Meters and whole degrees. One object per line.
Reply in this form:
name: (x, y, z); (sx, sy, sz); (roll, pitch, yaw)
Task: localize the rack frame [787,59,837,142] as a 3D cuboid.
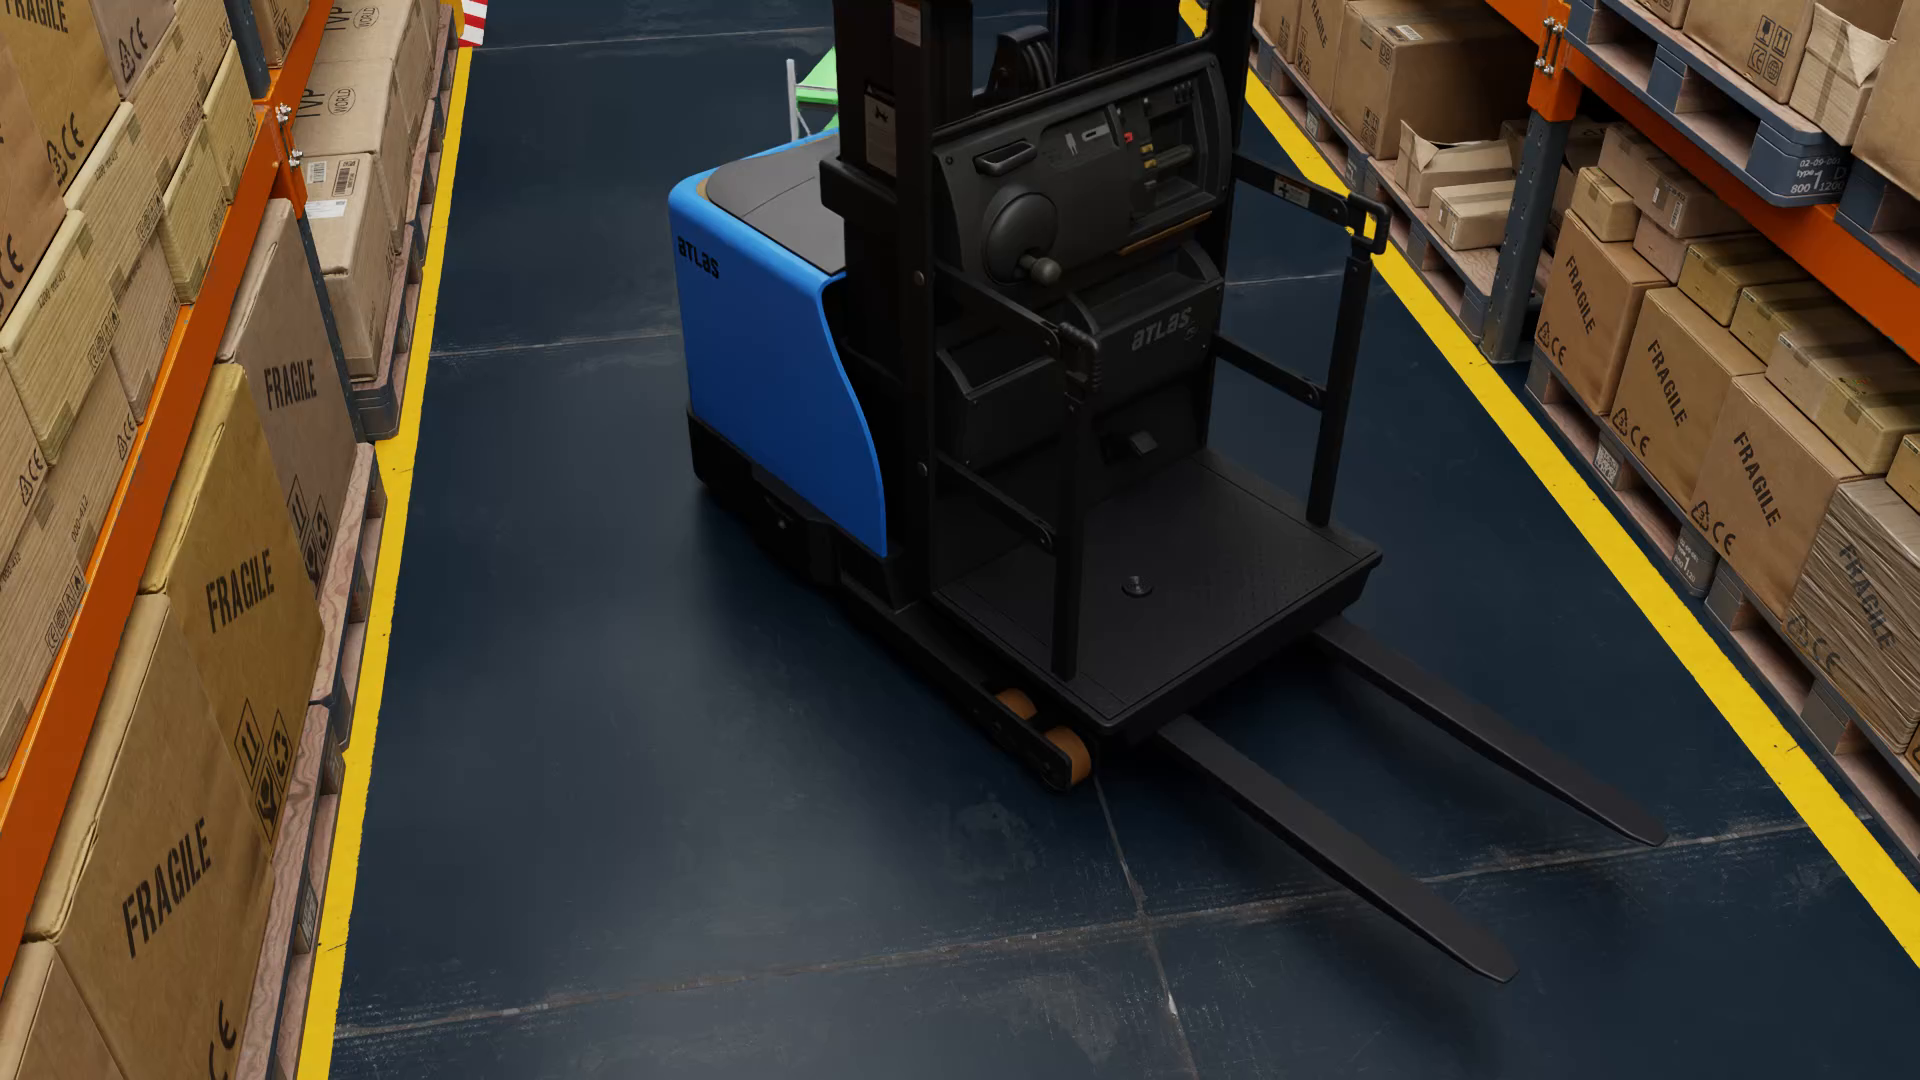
rack frame: (-0.429, -1.021, 5.586); (0.240, 1.200, 0.015); (10, 39, 12)

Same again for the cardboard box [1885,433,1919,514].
cardboard box: (2.588, -0.155, 4.171); (0.380, 0.149, 0.250); (-6, 38, -8)

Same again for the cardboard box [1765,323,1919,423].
cardboard box: (2.471, -0.465, 4.570); (0.380, 0.149, 0.250); (-6, 38, -8)

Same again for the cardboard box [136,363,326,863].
cardboard box: (-2.112, 0.213, 3.921); (0.875, 0.875, 0.875); (-5, 38, -7)

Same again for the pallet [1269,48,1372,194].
pallet: (2.084, -1.959, 7.600); (1.003, 0.211, 1.213); (-6, 38, -8)

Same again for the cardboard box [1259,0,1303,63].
cardboard box: (1.845, -2.602, 7.849); (0.700, 0.500, 0.500); (-5, 38, -6)

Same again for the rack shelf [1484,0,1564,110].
rack shelf: (2.070, -2.831, 7.036); (1.077, 0.370, 4.000); (-6, 38, -8)

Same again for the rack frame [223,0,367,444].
rack frame: (-2.466, -1.371, 4.570); (1.000, 3.000, 0.127); (-6, 38, -8)

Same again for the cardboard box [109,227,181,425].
cardboard box: (-1.981, -0.454, 3.511); (0.500, 0.250, 0.500); (-7, 38, -9)

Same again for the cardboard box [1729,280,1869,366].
cardboard box: (2.464, -0.620, 4.770); (0.380, 0.149, 0.250); (-7, 38, -9)

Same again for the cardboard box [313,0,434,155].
cardboard box: (-2.784, -2.001, 7.127); (0.875, 0.438, 0.875); (-5, 38, -7)

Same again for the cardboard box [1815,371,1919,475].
cardboard box: (2.512, -0.315, 4.377); (0.380, 0.149, 0.250); (-5, 38, -6)

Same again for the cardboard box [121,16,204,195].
cardboard box: (-2.054, -0.968, 3.766); (0.500, 0.250, 0.500); (-5, 38, -7)

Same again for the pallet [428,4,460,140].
pallet: (-2.950, -2.211, 7.925); (1.003, 0.211, 1.213); (-6, 38, -8)

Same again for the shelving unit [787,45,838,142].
shelving unit: (-0.365, -1.165, 5.772); (0.258, 1.200, 0.503); (10, 39, 12)

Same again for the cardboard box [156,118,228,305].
cardboard box: (-2.051, -0.760, 3.906); (0.500, 0.250, 0.500); (-7, 38, -9)

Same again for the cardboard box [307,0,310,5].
cardboard box: (-2.374, -2.027, 5.332); (0.500, 0.500, 0.500); (-6, 38, -8)

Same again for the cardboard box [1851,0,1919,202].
cardboard box: (2.513, -1.010, 3.681); (0.700, 0.500, 0.500); (-6, 38, -8)

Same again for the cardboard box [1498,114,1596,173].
cardboard box: (2.461, -1.634, 6.889); (0.380, 0.149, 0.250); (-7, 38, -9)

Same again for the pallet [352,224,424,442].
pallet: (-2.522, -0.738, 6.028); (1.003, 0.211, 1.213); (-6, 38, -8)

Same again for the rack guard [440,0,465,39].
rack guard: (-3.171, -2.815, 8.465); (1.175, 0.500, 0.348); (-6, 38, -8)

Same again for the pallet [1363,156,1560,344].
pallet: (2.301, -1.221, 6.650); (1.003, 0.211, 1.213); (-6, 38, -8)

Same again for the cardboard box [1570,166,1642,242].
cardboard box: (2.221, -1.097, 5.383); (0.380, 0.149, 0.250); (-5, 38, -6)

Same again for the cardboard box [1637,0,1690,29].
cardboard box: (2.285, -1.796, 4.694); (0.700, 0.500, 0.500); (-5, 38, -7)

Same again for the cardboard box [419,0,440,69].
cardboard box: (-2.953, -2.553, 7.838); (0.875, 0.438, 0.875); (-7, 38, -9)

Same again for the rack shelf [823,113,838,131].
rack shelf: (-0.365, -1.304, 5.664); (0.258, 0.148, 0.480); (10, 39, 12)

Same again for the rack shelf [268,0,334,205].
rack shelf: (-2.816, -2.295, 6.346); (1.077, 0.370, 4.000); (-6, 38, -8)

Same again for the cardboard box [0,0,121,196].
cardboard box: (-1.973, -0.943, 3.122); (0.500, 0.500, 0.500); (-5, 38, -7)

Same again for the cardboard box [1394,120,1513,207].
cardboard box: (1.971, -1.514, 6.640); (0.396, 0.266, 0.258); (-5, 38, -6)

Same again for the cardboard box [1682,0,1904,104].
cardboard box: (2.376, -1.484, 4.291); (0.700, 0.500, 0.500); (-6, 38, -7)

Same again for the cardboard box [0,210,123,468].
cardboard box: (-1.851, -0.348, 2.968); (0.500, 0.250, 0.500); (-6, 38, -7)

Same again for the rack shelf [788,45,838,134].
rack shelf: (-0.365, -1.494, 5.517); (0.258, 0.148, 0.480); (10, 39, 12)

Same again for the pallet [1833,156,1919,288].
pallet: (2.776, -0.590, 3.720); (1.003, 0.211, 1.213); (-6, 38, -8)

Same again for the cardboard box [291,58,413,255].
cardboard box: (-2.628, -1.457, 6.426); (0.875, 0.438, 0.875); (-7, 38, -9)

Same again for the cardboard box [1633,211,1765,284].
cardboard box: (2.346, -0.938, 5.179); (0.380, 0.149, 0.250); (-7, 38, -9)

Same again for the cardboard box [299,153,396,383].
cardboard box: (-2.470, -0.916, 5.730); (0.875, 0.438, 0.875); (-7, 38, -9)

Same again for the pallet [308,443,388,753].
pallet: (-2.256, 0.188, 4.836); (1.003, 0.211, 1.213); (-6, 38, -8)

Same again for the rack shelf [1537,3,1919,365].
rack shelf: (2.771, -0.415, 3.926); (1.077, 0.370, 4.000); (-6, 38, -8)

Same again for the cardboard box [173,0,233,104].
cardboard box: (-2.149, -1.269, 4.154); (0.500, 0.250, 0.500); (-6, 38, -8)

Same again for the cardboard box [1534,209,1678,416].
cardboard box: (2.284, -0.770, 5.491); (0.500, 0.500, 0.500); (-5, 38, -6)

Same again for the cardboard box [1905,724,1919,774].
cardboard box: (2.664, 0.478, 3.884); (0.500, 0.500, 0.500); (-5, 38, -6)

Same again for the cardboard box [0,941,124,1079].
cardboard box: (-1.804, 1.292, 2.532); (0.875, 0.875, 0.875); (-7, 38, -8)

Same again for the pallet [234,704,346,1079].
pallet: (-2.039, 0.926, 3.886); (1.003, 0.211, 1.213); (-6, 38, -8)

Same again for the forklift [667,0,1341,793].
forklift: (0.466, -0.851, 3.956); (1.130, 2.935, 3.031); (-28, 46, -31)

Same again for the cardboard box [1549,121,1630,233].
cardboard box: (2.537, -1.436, 6.503); (0.500, 0.311, 0.500); (-5, 38, -6)

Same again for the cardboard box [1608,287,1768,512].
cardboard box: (2.387, -0.449, 5.078); (0.500, 0.500, 0.500); (-7, 38, -9)

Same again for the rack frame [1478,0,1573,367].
rack frame: (2.420, -1.907, 5.260); (1.000, 3.000, 0.127); (-6, 38, -8)

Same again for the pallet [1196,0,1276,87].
pallet: (1.873, -2.695, 8.547); (1.003, 0.211, 1.213); (-6, 38, -8)

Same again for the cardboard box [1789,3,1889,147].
cardboard box: (2.286, -1.140, 4.039); (0.396, 0.266, 0.258); (-4, 38, -6)

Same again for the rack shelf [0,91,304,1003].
rack shelf: (-2.115, 0.121, 3.236); (1.077, 0.370, 4.000); (-6, 38, -8)

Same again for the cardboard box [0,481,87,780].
cardboard box: (-1.796, 0.156, 2.727); (0.500, 0.250, 0.500); (-5, 38, -6)

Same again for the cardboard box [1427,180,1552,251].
cardboard box: (2.034, -1.252, 6.398); (0.380, 0.149, 0.250); (-7, 38, -9)

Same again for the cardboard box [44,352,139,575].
cardboard box: (-1.886, -0.142, 3.110); (0.500, 0.250, 0.500); (-6, 38, -8)

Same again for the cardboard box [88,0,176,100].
cardboard box: (-2.042, -1.251, 3.519); (0.500, 0.500, 0.500); (-6, 38, -7)

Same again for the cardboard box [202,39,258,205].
cardboard box: (-2.139, -1.068, 4.302); (0.500, 0.250, 0.500); (-7, 38, -9)

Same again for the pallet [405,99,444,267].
pallet: (-2.739, -1.476, 6.978); (1.003, 0.211, 1.213); (-6, 38, -8)

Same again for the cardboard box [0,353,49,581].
cardboard box: (-1.775, -0.041, 2.572); (0.500, 0.250, 0.500); (-6, 38, -8)

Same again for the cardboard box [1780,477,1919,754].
cardboard box: (2.555, 0.167, 4.286); (0.500, 0.500, 0.500); (-8, 38, -10)

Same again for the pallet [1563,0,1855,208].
pallet: (2.453, -1.337, 4.683); (1.003, 0.211, 1.213); (-6, 38, -8)
